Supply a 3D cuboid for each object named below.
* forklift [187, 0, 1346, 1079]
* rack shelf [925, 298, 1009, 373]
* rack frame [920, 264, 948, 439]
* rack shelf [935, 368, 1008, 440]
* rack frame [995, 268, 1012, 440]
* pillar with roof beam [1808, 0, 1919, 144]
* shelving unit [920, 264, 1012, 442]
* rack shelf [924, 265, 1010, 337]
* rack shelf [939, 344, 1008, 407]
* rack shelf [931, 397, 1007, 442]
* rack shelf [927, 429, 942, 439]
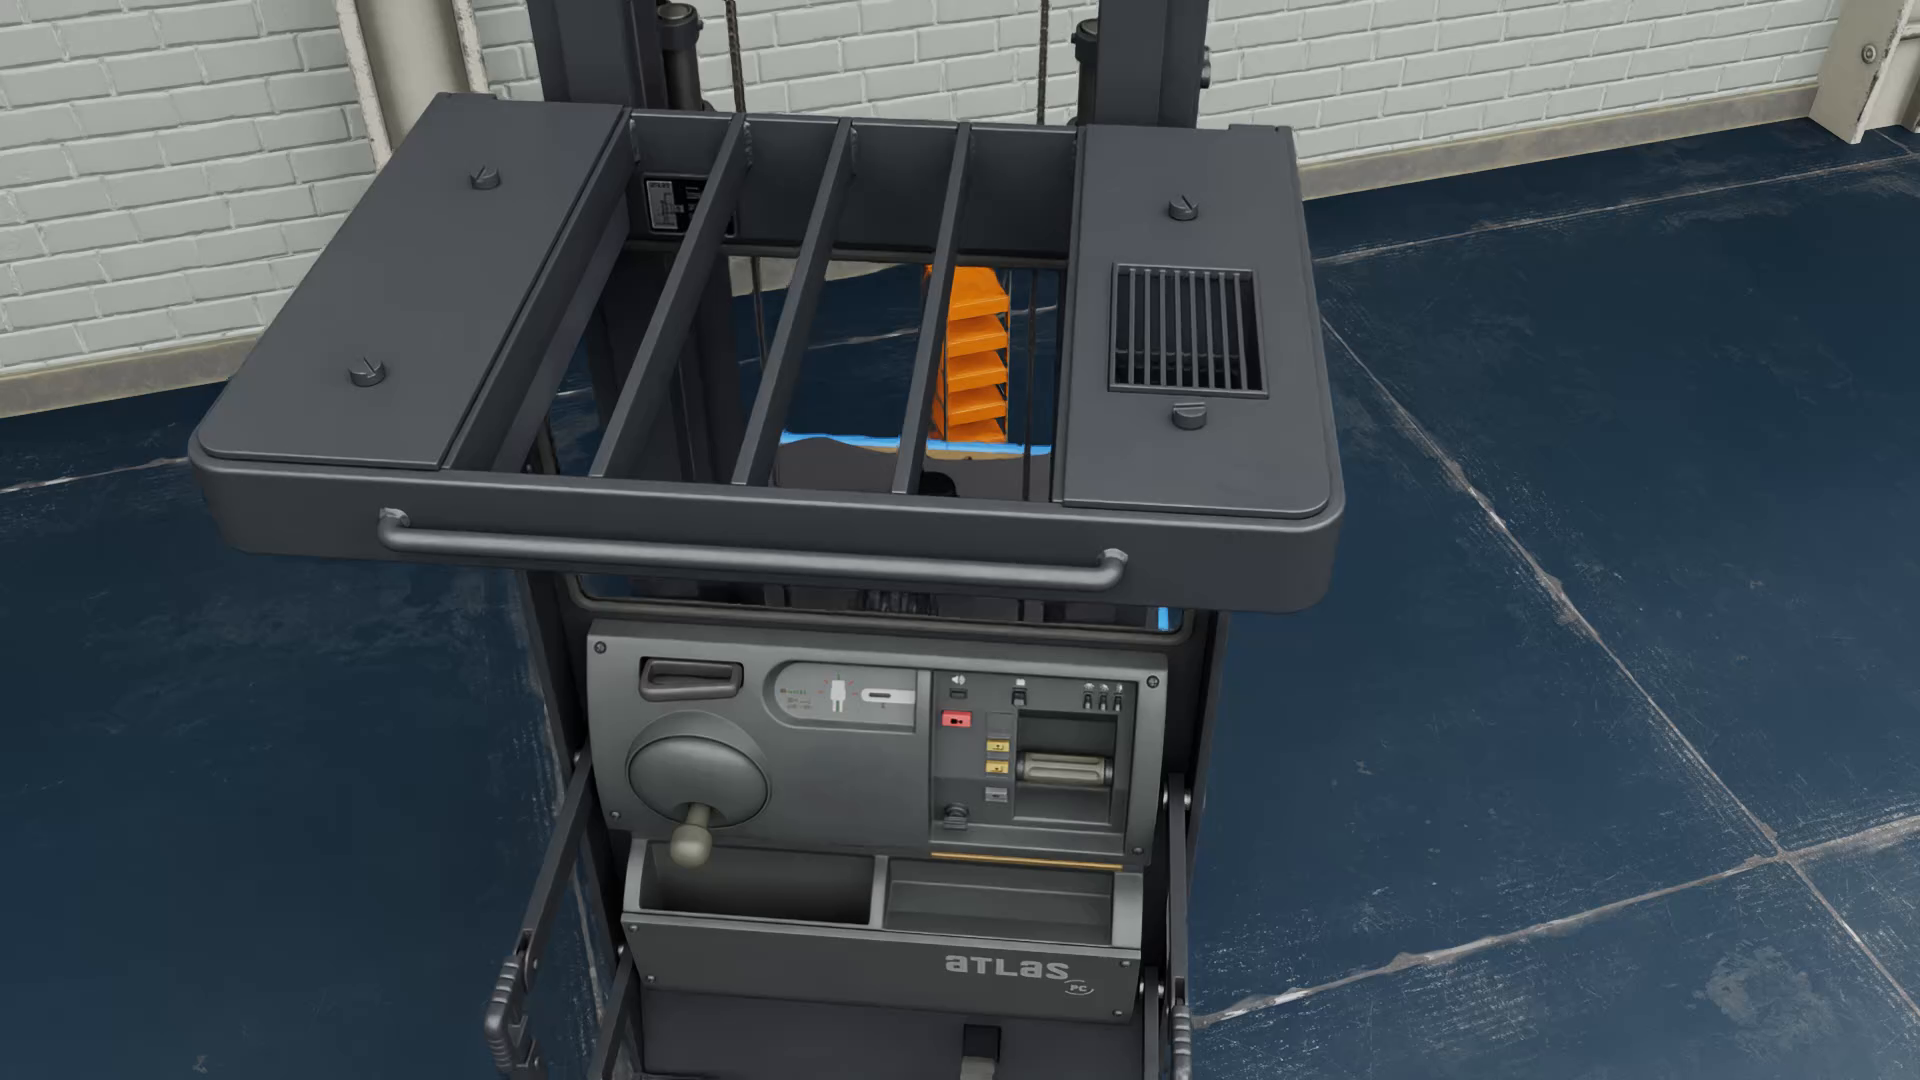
[{"bbox_3d":[-0.155,0.432,2.528,1.130,2.935,3.031,3,41,4],"label":"forklift"},{"bbox_3d":[0.014,-0.602,4.730,0.180,0.103,0.258,-12,42,-13],"label":"rack shelf"},{"bbox_3d":[-0.073,-0.437,4.838,0.006,1.200,0.240,-12,42,-13],"label":"rack frame"},{"bbox_3d":[0.014,-0.421,4.888,0.180,0.103,0.258,-12,42,-13],"label":"rack shelf"},{"bbox_3d":[0.101,-0.473,4.879,0.006,1.200,0.240,-12,42,-13],"label":"rack frame"},{"bbox_3d":[5.299,-2.540,1.318,0.400,9.000,9.100,-12,42,-13],"label":"pillar with roof beam"},{"bbox_3d":[0.014,-0.455,4.859,0.189,1.200,0.258,-12,42,-13],"label":"shelving unit"},{"bbox_3d":[0.014,-0.692,4.651,0.180,0.103,0.258,-12,42,-13],"label":"rack shelf"},{"bbox_3d":[0.014,-0.512,4.809,0.180,0.103,0.258,-12,42,-13],"label":"rack shelf"},{"bbox_3d":[0.014,-0.331,4.967,0.180,0.103,0.258,-12,42,-13],"label":"rack shelf"},{"bbox_3d":[0.014,-0.241,5.046,0.180,0.103,0.258,-12,42,-13],"label":"rack shelf"}]
